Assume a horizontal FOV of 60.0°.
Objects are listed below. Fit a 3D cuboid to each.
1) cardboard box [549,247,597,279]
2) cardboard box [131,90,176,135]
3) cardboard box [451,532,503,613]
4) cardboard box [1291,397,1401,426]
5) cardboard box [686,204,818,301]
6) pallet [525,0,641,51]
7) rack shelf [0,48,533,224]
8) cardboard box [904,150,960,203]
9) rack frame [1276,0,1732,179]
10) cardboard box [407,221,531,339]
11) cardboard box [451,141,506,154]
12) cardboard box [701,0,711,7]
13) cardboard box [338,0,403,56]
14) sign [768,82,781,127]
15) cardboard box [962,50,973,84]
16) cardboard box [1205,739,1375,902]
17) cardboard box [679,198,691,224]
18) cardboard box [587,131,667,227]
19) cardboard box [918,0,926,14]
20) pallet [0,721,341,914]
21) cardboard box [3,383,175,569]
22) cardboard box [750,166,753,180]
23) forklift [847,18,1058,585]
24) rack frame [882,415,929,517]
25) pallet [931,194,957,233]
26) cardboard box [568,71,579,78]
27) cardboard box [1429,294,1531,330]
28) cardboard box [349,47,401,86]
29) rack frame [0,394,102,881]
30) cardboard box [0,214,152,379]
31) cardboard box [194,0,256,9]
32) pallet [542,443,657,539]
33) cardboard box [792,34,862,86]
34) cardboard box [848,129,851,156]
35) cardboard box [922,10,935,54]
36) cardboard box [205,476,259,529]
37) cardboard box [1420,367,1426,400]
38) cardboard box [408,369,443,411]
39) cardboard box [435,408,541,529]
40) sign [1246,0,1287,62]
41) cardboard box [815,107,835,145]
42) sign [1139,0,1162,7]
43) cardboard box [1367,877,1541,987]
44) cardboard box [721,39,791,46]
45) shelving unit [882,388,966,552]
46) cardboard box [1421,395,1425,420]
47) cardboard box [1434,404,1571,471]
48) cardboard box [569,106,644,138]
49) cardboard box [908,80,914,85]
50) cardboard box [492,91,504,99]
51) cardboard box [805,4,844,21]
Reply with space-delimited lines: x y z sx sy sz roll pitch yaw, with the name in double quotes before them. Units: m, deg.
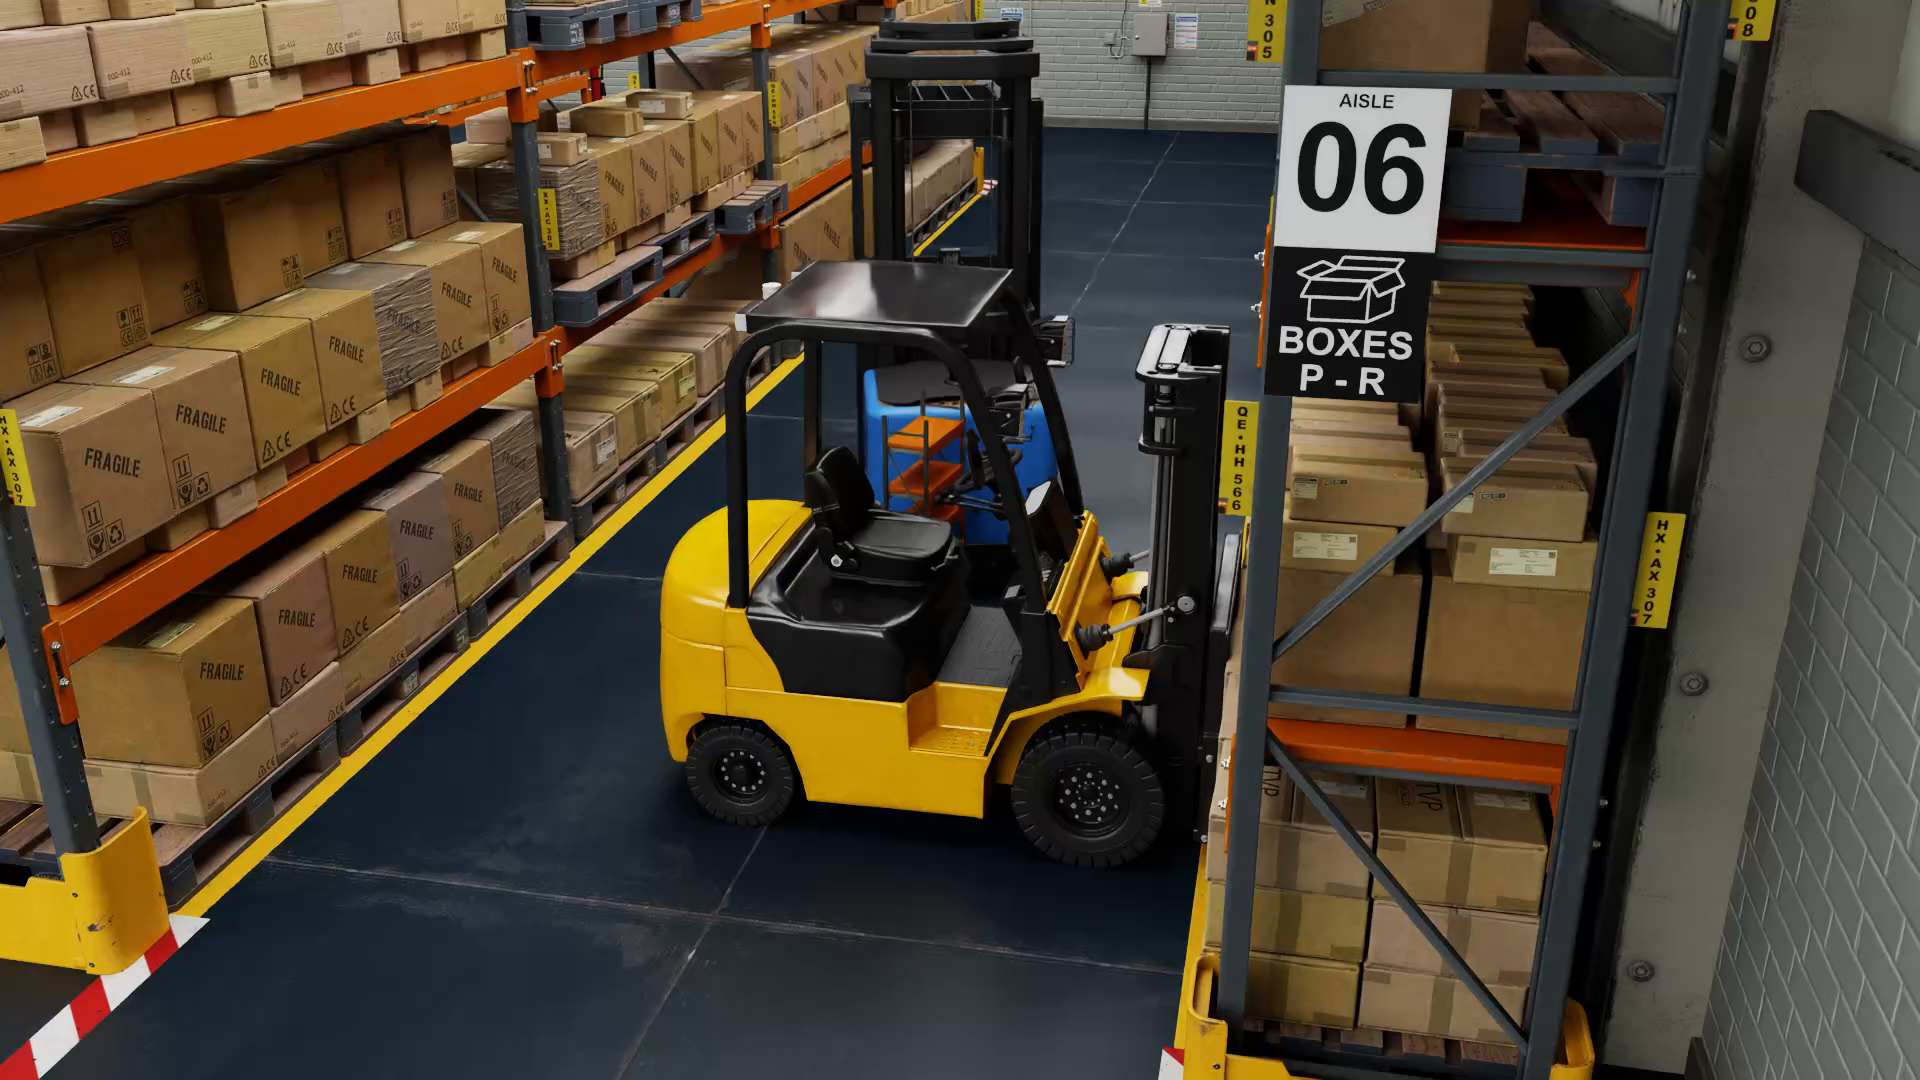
"cardboard box" -2.333 -1.622 9.641 0.380 0.149 0.250 5 22 12
"cardboard box" -3.106 -1.564 6.043 0.380 0.149 0.250 4 22 11
"cardboard box" -2.712 0.147 8.592 0.500 0.250 0.500 4 22 9
"cardboard box" 1.202 -0.349 5.304 0.380 0.149 0.250 5 22 12
"cardboard box" -1.717 -2.284 13.793 0.875 0.875 0.875 4 22 10
"pallet" -2.525 -2.888 9.245 1.213 0.211 1.003 4 22 11
"rack shelf" -3.164 -1.692 6.988 1.077 0.370 4.000 4 22 11
"cardboard box" -0.522 -4.177 19.077 0.875 0.438 0.875 5 22 12
"rack frame" 1.288 -2.309 3.541 1.000 3.000 0.127 4 22 11
"cardboard box" -2.603 -1.369 8.705 0.500 0.500 0.500 4 22 10
"cardboard box" -2.786 -2.113 9.991 0.500 0.500 0.500 5 22 11
"cardboard box" -2.142 -3.921 11.425 0.700 0.500 0.500 4 22 11
"cardboard box" -2.802 -2.274 7.271 0.500 0.250 0.500 4 22 10
"sign" -1.406 -3.291 12.567 0.100 0.325 0.005 4 22 11
"cardboard box" -0.146 -5.605 19.620 0.500 0.500 0.500 5 22 11
"cardboard box" 1.077 0.899 5.387 0.500 0.250 0.500 5 23 13
"cardboard box" -2.014 -2.197 11.067 0.380 0.149 0.250 4 22 9
"cardboard box" -2.163 -2.258 10.350 0.500 0.500 0.500 4 22 11
"cardboard box" -0.564 -5.571 17.332 0.380 0.149 0.250 4 22 9
"pallet" -3.356 1.068 6.919 1.003 0.211 1.213 4 22 11
"cardboard box" -3.204 -0.240 5.901 0.500 0.500 0.500 4 22 10
"cardboard box" -1.776 -2.769 12.489 0.380 0.149 0.250 5 23 13
"forklift" -0.098 -1.609 9.925 1.130 2.935 3.031 -2 22 -4
"rack frame" -0.268 -0.039 8.345 0.240 1.200 0.015 8 23 20
"pallet" -0.645 -3.718 18.803 1.003 0.211 1.213 4 22 11
"cardboard box" -4.963 -5.838 20.670 0.380 0.149 0.250 4 22 11
"cardboard box" 2.042 -0.869 6.595 0.380 0.149 0.250 4 22 10
"cardboard box" -2.745 -2.127 7.441 0.380 0.149 0.250 5 22 12
"rack frame" -3.572 0.097 5.598 1.000 3.000 0.127 4 22 11
"cardboard box" -3.571 -0.939 6.300 0.700 0.500 0.500 5 22 11
"cardboard box" -2.938 -2.116 6.346 0.380 0.149 0.250 5 22 12
"pallet" -2.598 -0.357 10.458 1.003 0.211 1.213 4 22 11
"cardboard box" -1.189 -4.246 14.908 0.500 0.500 0.500 5 23 13
"cardboard box" -1.194 -3.670 15.151 0.500 0.250 0.500 4 22 9
"cardboard box" -0.564 -5.328 17.597 0.500 0.500 0.500 5 22 12
"cardboard box" -3.032 -0.169 6.593 0.380 0.149 0.250 5 22 12
"cardboard box" 1.977 -0.636 6.414 0.380 0.149 0.250 4 22 9
"cardboard box" -2.727 -0.737 8.004 0.380 0.149 0.250 4 22 10
"cardboard box" -2.614 -0.396 8.937 0.500 0.500 0.500 4 22 10
"sign" 0.760 -1.338 4.066 0.100 0.325 0.005 4 22 11
"cardboard box" -1.374 -3.528 14.130 0.500 0.250 0.500 4 22 11
"sign" 2.836 -8.068 24.766 0.339 0.242 0.001 4 22 11
"cardboard box" 1.588 1.166 5.391 0.500 0.250 0.500 5 22 12
"cardboard box" -1.775 -4.102 14.551 0.500 0.500 0.500 4 22 10
"shelving unit" -0.179 -0.124 8.556 0.258 1.200 0.503 8 23 20
"cardboard box" 1.956 -0.293 6.432 0.500 0.500 0.500 5 22 12
"cardboard box" 1.692 -0.309 5.205 0.380 0.149 0.250 5 22 12
"cardboard box" -2.192 -2.596 10.323 0.380 0.149 0.250 6 23 14
"cardboard box" -0.771 -4.490 16.853 0.500 0.500 0.500 5 23 13
"cardboard box" -5.390 -5.080 18.787 0.380 0.149 0.250 5 23 13
"cardboard box" -1.372 -5.240 16.508 0.380 0.149 0.250 4 22 10
